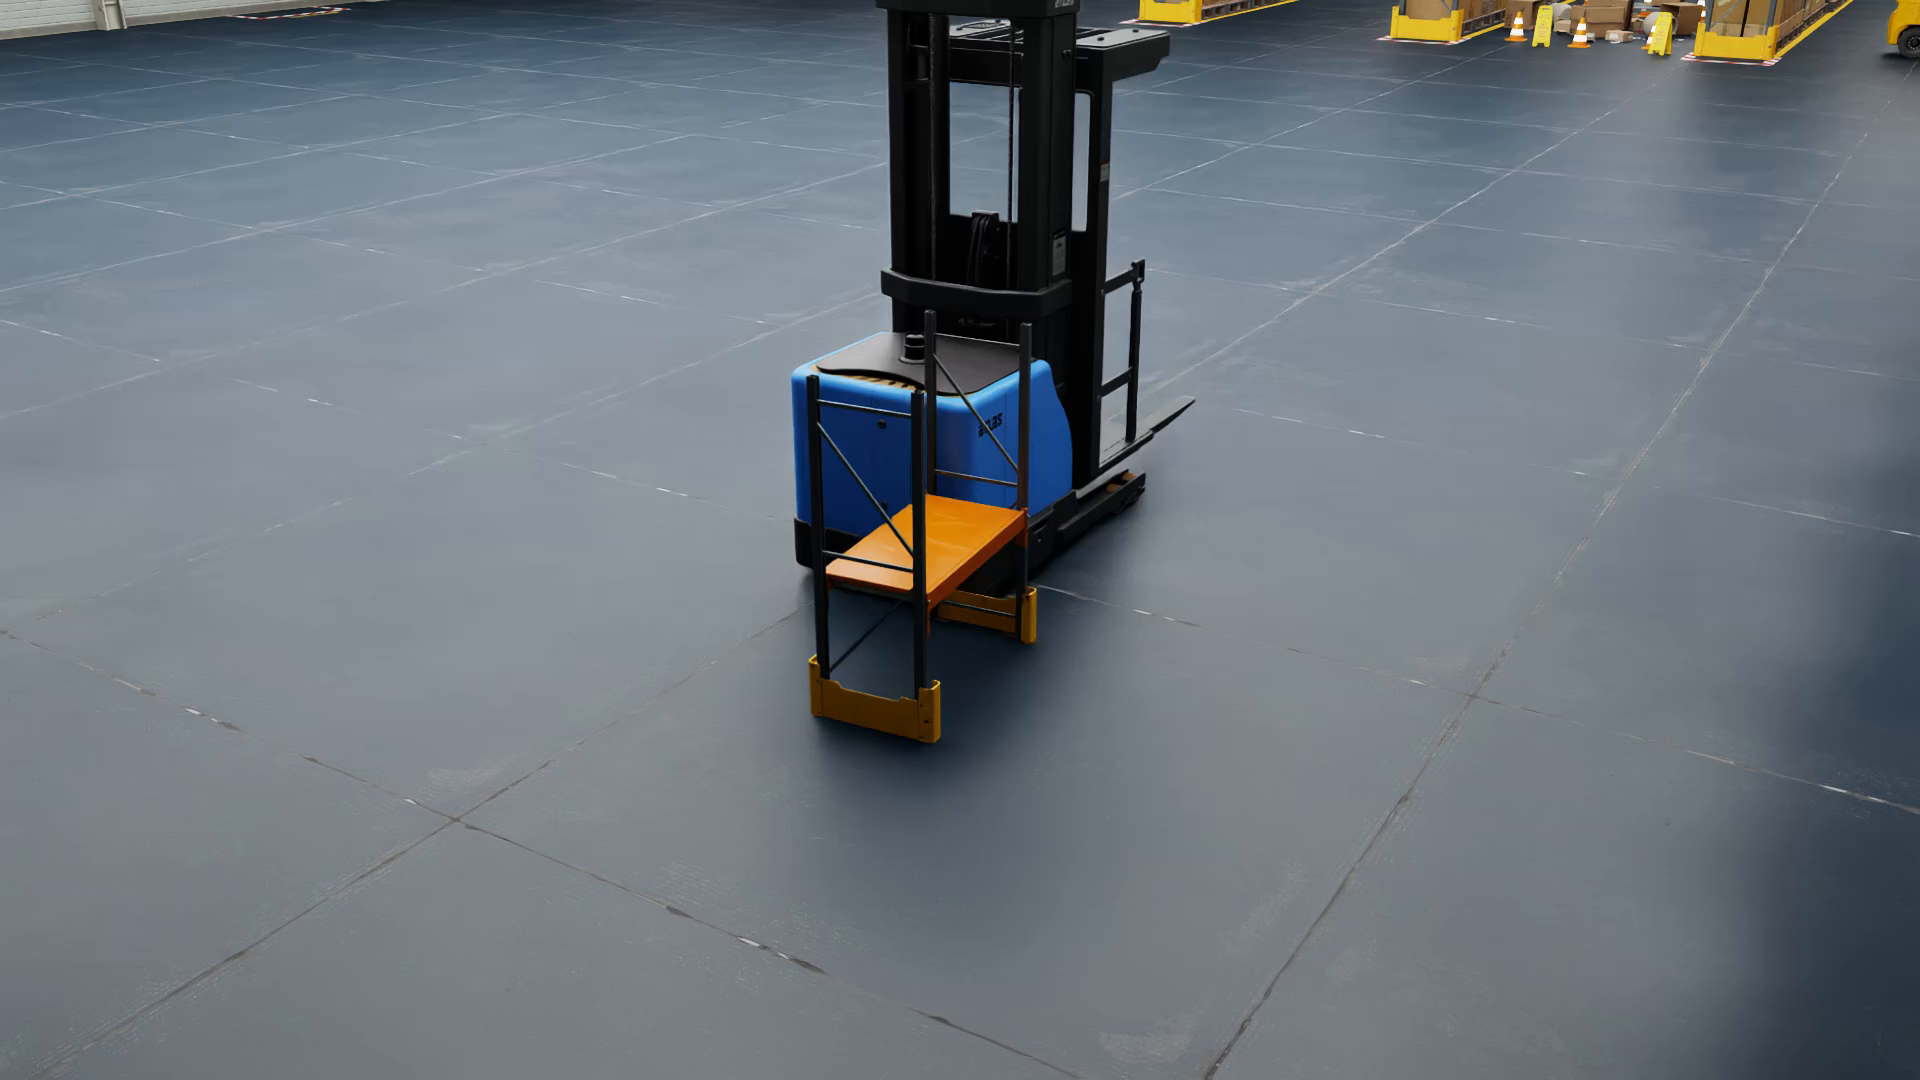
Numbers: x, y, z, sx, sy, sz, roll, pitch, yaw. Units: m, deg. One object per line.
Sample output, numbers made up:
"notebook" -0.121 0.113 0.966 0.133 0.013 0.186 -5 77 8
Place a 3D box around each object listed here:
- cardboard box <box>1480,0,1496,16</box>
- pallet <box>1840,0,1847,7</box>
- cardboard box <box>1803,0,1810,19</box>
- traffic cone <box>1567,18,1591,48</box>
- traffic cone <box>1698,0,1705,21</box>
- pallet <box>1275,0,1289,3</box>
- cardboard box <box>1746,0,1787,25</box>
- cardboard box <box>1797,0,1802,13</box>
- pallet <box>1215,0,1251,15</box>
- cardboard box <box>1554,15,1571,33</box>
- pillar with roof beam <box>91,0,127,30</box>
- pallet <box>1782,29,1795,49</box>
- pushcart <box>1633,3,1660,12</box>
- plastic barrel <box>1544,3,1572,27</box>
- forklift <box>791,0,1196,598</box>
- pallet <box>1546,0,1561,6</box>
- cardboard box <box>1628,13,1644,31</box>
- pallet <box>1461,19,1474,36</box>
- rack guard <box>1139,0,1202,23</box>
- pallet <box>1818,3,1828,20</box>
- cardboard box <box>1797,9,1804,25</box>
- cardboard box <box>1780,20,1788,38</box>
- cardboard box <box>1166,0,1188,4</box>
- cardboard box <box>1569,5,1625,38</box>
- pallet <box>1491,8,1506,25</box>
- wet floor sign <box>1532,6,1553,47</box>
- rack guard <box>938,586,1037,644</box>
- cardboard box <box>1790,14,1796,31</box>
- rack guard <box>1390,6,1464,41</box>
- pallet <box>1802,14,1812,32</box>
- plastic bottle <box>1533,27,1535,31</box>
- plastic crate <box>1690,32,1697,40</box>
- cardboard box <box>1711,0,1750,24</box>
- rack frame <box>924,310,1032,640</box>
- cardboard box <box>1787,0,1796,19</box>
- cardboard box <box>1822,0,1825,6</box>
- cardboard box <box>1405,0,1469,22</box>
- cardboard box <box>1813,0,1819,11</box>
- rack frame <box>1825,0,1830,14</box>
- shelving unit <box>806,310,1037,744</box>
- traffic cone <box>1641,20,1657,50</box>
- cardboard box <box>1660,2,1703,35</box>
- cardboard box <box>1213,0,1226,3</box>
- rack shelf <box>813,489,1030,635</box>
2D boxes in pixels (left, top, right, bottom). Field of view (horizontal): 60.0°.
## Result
"cardboard box" 9.336 -10.166 30.603 0.875 0.875 0.875 14 27 29
"pallet" 17.692 -11.179 34.306 1.003 0.211 1.213 14 27 29
"cardboard box" 14.732 -9.612 29.957 0.950 0.372 0.625 14 27 30
"traffic cone" 10.356 -8.467 27.726 0.336 0.463 0.334 14 27 29
"traffic cone" 13.922 -9.996 31.257 0.336 0.463 0.334 14 27 29
"pallet" 6.448 -11.508 35.067 1.003 0.211 1.213 14 27 29
"cardboard box" 13.020 -8.595 26.818 0.500 0.500 0.500 13 27 27
"cardboard box" 14.107 -9.295 28.434 0.500 0.500 0.500 14 27 30
"pallet" 5.072 -10.597 32.964 1.003 0.211 1.213 14 27 29
"cardboard box" 10.857 -9.230 29.737 0.396 0.266 0.258 20 30 38
"pillar with roof beam" -11.734 -12.507 26.313 9.100 9.000 0.400 14 27 29
"pallet" 13.491 -8.521 28.167 1.003 0.211 1.213 14 27 29
"pushcart" 12.494 -9.705 30.694 1.648 0.377 0.936 5 24 11
"plastic barrel" 10.904 -9.564 30.311 0.421 0.421 0.512 -7 24 -17
"forklift" 0.375 -1.574 8.696 1.130 2.935 3.031 14 27 29
"pallet" 11.829 -11.271 34.520 1.003 0.211 1.213 14 27 29
"cardboard box" 12.205 -9.368 30.055 0.258 0.266 0.396 -3 24 -7
"pallet" 8.444 -9.108 29.522 1.003 0.211 1.213 14 27 29
"rack guard" 3.969 -10.053 31.343 1.175 0.500 0.348 14 27 29
"pallet" 16.154 -10.255 32.172 1.003 0.211 1.213 14 27 29
"cardboard box" 14.374 -9.123 28.980 0.500 0.250 0.500 15 28 31
"cardboard box" 13.284 -8.414 27.342 0.500 0.250 0.500 15 28 31
"cardboard box" 4.272 -10.427 31.679 0.500 0.500 0.500 20 30 38
"cardboard box" 11.123 -9.076 29.081 0.797 0.503 0.637 -3 24 -7
"pallet" 9.731 -9.931 31.425 1.003 0.211 1.213 14 27 29
"wet floor sign" 9.756 -8.596 27.794 0.267 0.644 0.232 9 25 20
"rack guard" 0.074 0.302 7.739 0.587 0.250 0.087 11 26 23
"cardboard box" 13.830 -8.770 28.166 0.500 0.250 0.500 14 27 30
"rack guard" 8.076 -8.946 28.785 1.175 0.500 0.348 14 27 29
"pallet" 14.867 -9.431 30.270 1.003 0.211 1.213 14 27 29
"plastic bottle" 10.458 -9.197 29.917 0.283 0.061 0.133 5 24 11
"plastic crate" 12.933 -8.750 28.861 0.402 0.080 0.583 5 24 11
"cardboard box" 12.549 -8.698 27.055 0.500 0.500 0.500 14 27 29
"rack frame" 0.075 -0.273 7.492 0.500 1.500 0.032 11 26 23
"cardboard box" 13.564 -8.940 27.614 0.500 0.500 0.500 14 27 30
"cardboard box" 16.261 -10.596 32.230 0.950 0.372 0.625 12 26 25
"cardboard box" 8.391 -9.561 29.207 0.875 0.875 0.875 14 27 29
"cardboard box" 15.474 -10.091 31.062 0.950 0.372 0.625 15 28 31
"rack frame" 16.568 -11.798 32.227 1.000 3.000 0.127 14 27 29
"shelving unit" -0.142 -0.094 7.079 0.587 1.500 1.083 11 26 23
"traffic cone" 11.479 -8.349 27.454 0.336 0.463 0.334 14 27 29
"cardboard box" 12.736 -9.225 29.428 0.500 0.500 0.500 -7 24 -17
"cardboard box" 4.905 -10.844 32.640 0.500 0.500 0.500 17 29 34
"rack shelf" -0.146 0.075 7.143 0.538 0.185 1.000 11 26 23
